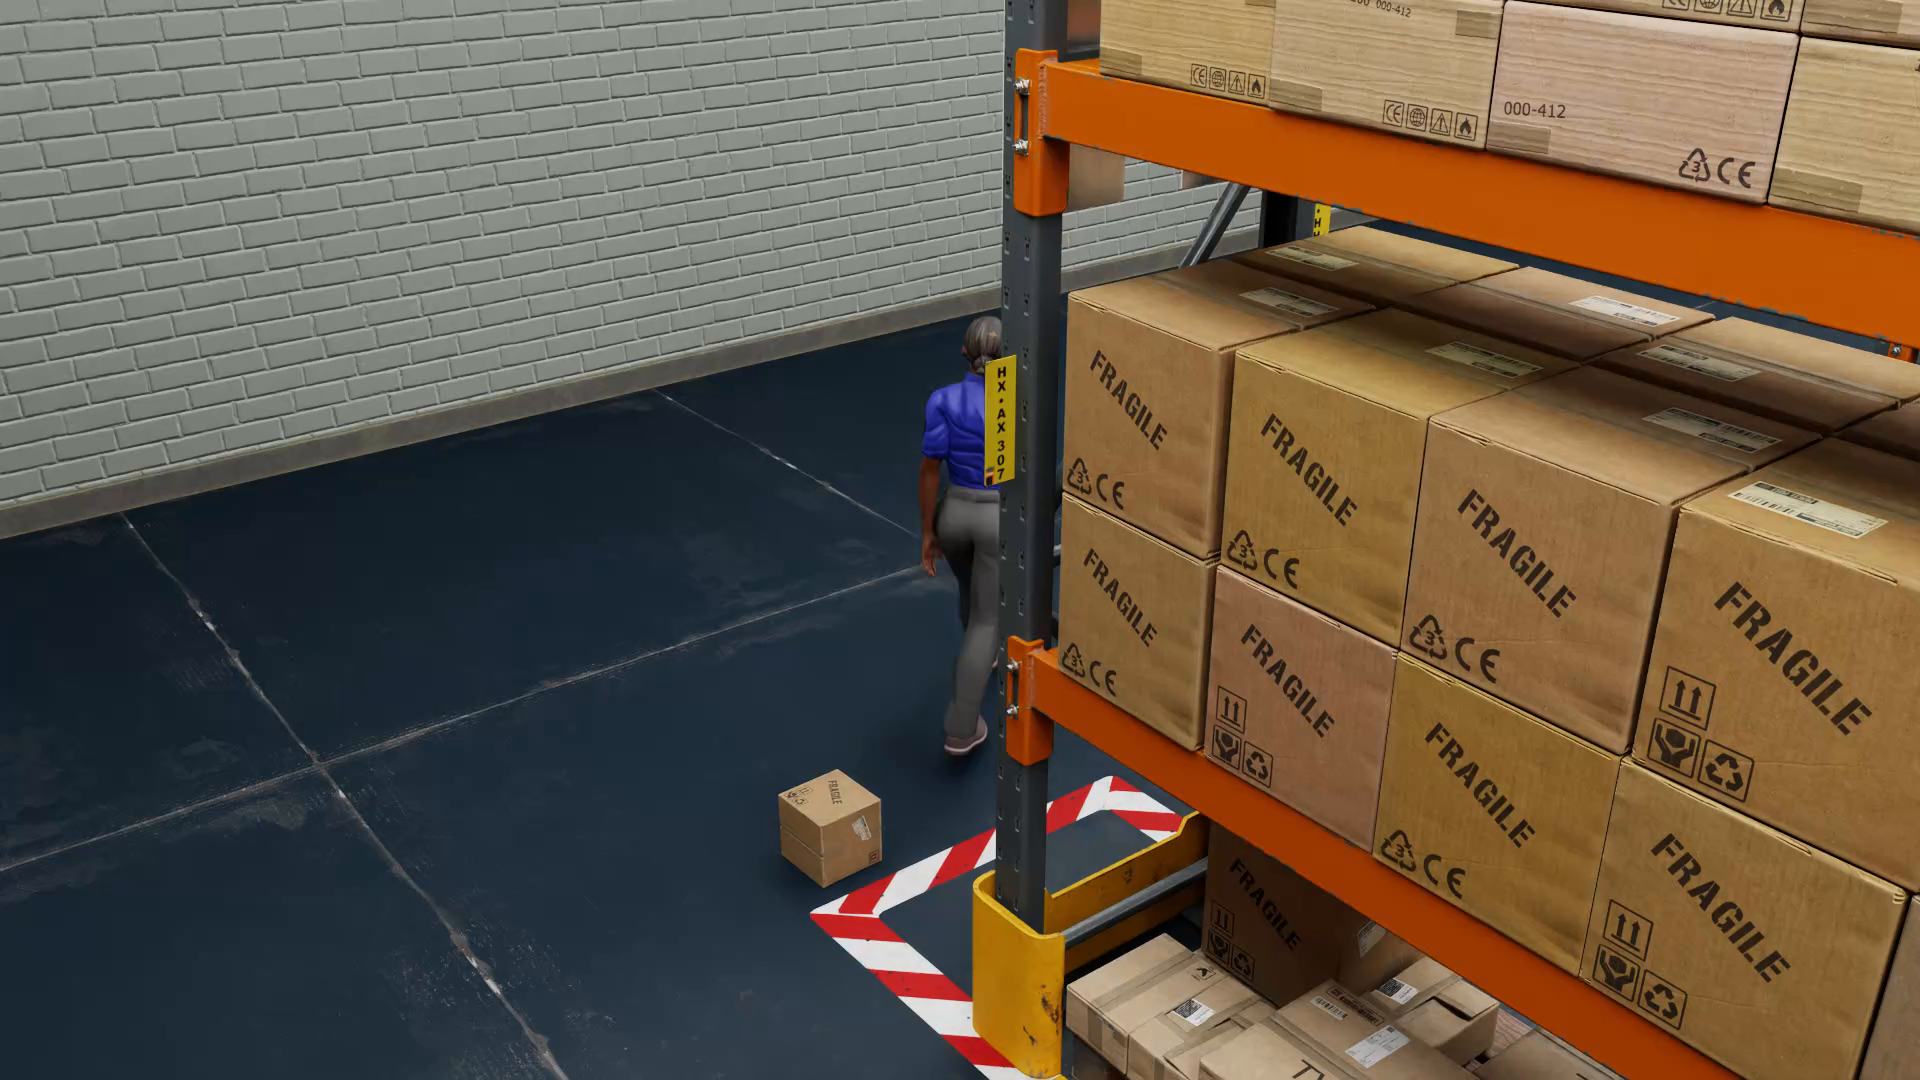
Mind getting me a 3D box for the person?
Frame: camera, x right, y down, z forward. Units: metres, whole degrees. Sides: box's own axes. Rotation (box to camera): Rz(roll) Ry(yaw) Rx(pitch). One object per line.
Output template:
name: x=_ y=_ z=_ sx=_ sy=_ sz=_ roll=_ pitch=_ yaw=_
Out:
person: x=0.099 y=-0.084 z=6.283 sx=0.439 sy=1.591 sz=1.013 roll=8 pitch=26 yaw=17
